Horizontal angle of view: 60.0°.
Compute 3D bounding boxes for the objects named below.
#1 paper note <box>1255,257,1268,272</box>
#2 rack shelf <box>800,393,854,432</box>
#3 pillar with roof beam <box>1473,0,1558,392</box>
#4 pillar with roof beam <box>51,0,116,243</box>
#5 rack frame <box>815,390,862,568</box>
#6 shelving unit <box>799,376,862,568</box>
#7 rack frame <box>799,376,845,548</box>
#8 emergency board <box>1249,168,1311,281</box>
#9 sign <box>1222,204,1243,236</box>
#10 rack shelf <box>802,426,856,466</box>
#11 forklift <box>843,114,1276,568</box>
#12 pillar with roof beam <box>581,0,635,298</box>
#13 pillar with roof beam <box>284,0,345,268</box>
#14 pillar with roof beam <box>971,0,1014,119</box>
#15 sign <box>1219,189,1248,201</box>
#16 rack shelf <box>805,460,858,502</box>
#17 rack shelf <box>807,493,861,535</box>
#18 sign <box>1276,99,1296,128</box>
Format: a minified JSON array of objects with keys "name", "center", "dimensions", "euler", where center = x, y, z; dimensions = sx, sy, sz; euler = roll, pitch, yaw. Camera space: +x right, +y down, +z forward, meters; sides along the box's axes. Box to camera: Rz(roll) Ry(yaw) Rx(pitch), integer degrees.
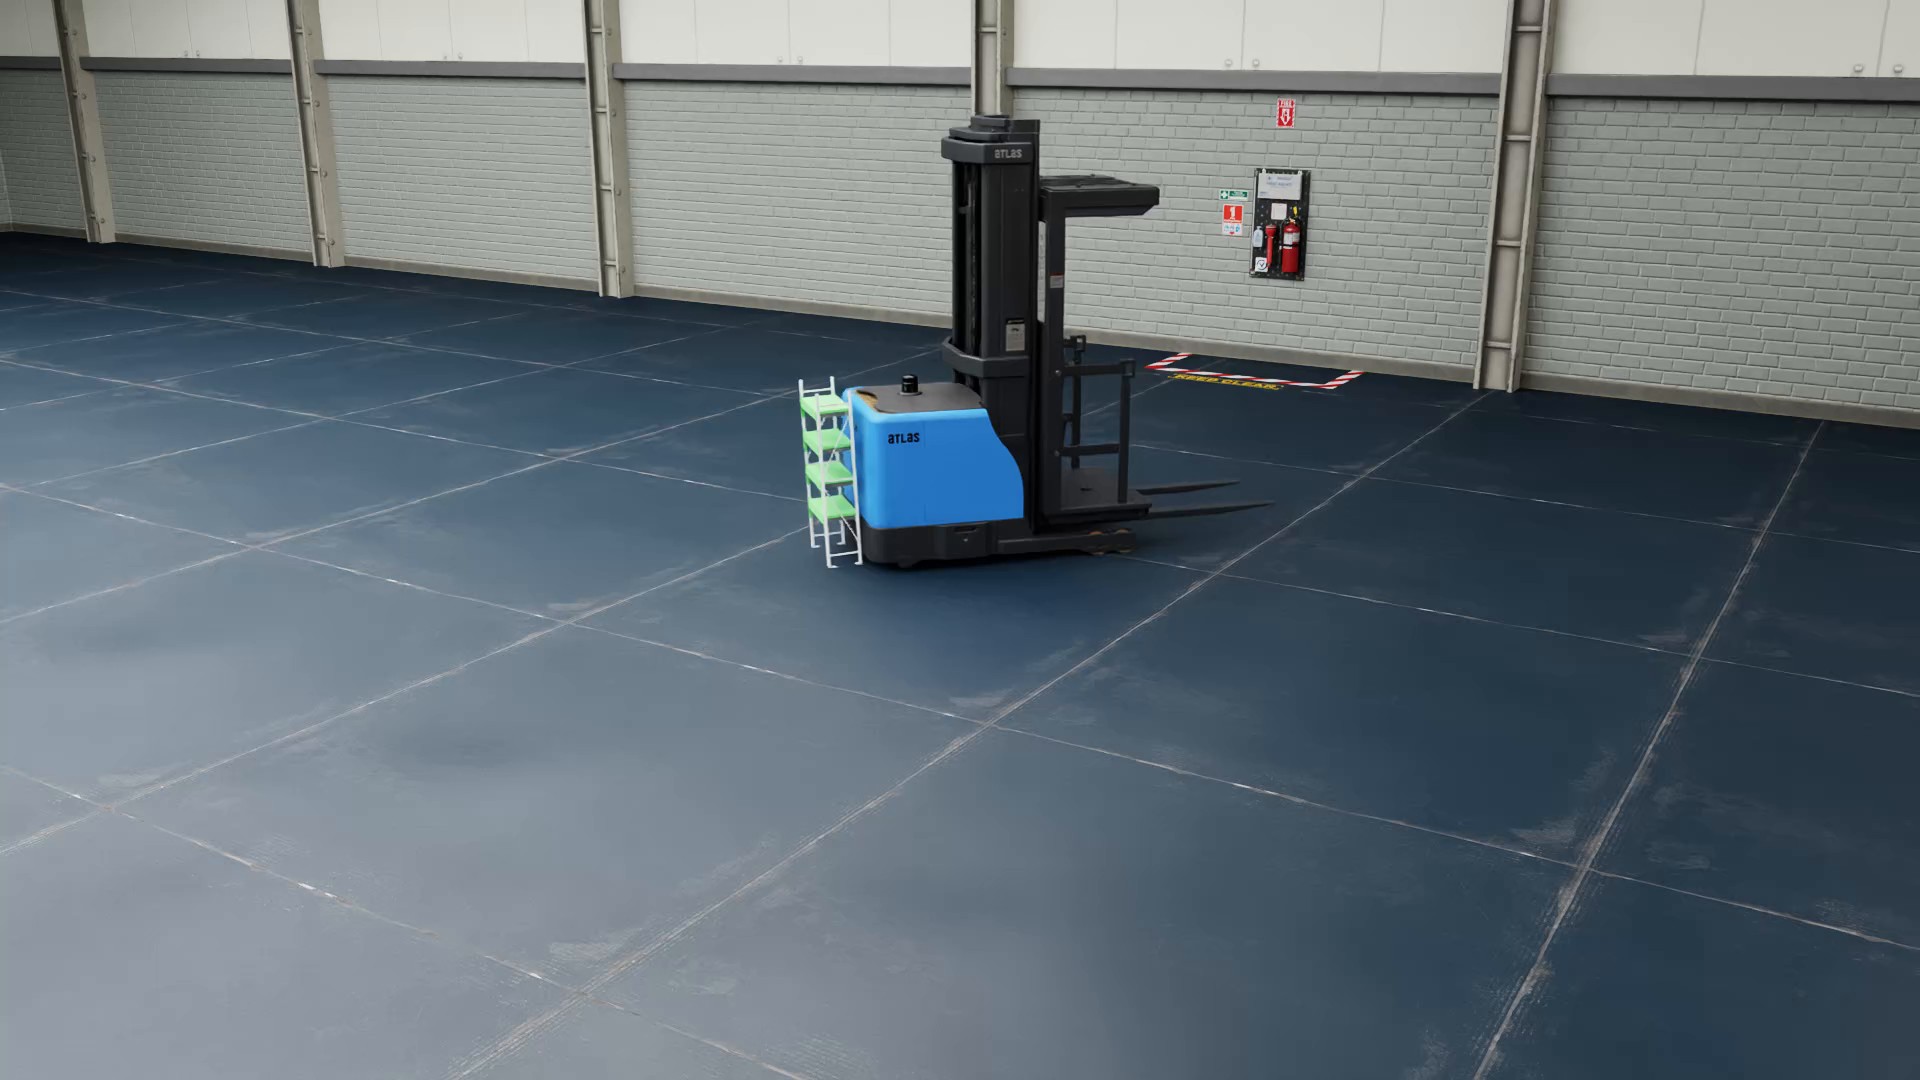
[{"name":"paper note","center":[3.285,-2.999,18.110],"dimensions":[0.142,0.148,0.016],"euler":[10,20,30]},{"name":"rack shelf","center":[-0.900,-0.862,11.204],"dimensions":[0.258,0.148,0.480],"euler":[-8,18,-16]},{"name":"pillar with roof beam","center":[3.232,-4.796,12.186],"dimensions":[0.400,9.000,9.100],"euler":[10,20,30]},{"name":"pillar with roof beam","center":[-17.219,-8.446,24.204],"dimensions":[0.400,9.000,9.100],"euler":[10,20,30]},{"name":"rack frame","center":[-0.808,-0.399,11.108],"dimensions":[0.240,1.200,0.015],"euler":[-8,18,-16]},{"name":"shelving unit","center":[-0.882,-0.466,11.331],"dimensions":[0.258,1.200,0.503],"euler":[-8,18,-16]},{"name":"rack frame","center":[-0.955,-0.534,11.553],"dimensions":[0.240,1.200,0.015],"euler":[-8,18,-16]},{"name":"emergency board","center":[3.400,-3.377,17.837],"dimensions":[0.643,1.169,0.194],"euler":[10,20,30]},{"name":"sign","center":[2.982,-3.504,18.193],"dimensions":[0.234,0.329,0.001],"euler":[10,20,30]},{"name":"rack shelf","center":[-0.889,-0.634,11.277],"dimensions":[0.258,0.148,0.480],"euler":[-8,18,-16]},{"name":"forklift","center":[0.735,-1.434,11.560],"dimensions":[3.031,2.935,1.130],"euler":[-5,17,-15]},{"name":"pillar with roof beam","center":[-6.993,-6.621,18.195],"dimensions":[0.400,9.000,9.100],"euler":[10,20,30]},{"name":"pillar with roof beam","center":[-12.106,-7.534,21.200],"dimensions":[0.400,9.000,9.100],"euler":[10,20,30]},{"name":"pillar with roof beam","center":[-1.880,-5.708,15.191],"dimensions":[0.400,9.000,9.100],"euler":[10,20,30]},{"name":"sign","center":[2.982,-3.754,18.106],"dimensions":[0.331,0.109,0.001],"euler":[10,20,30]},{"name":"rack shelf","center":[-0.879,-0.405,11.350],"dimensions":[0.258,0.148,0.480],"euler":[-8,18,-16]},{"name":"rack shelf","center":[-0.868,-0.177,11.423],"dimensions":[0.258,0.148,0.480],"euler":[-8,18,-16]},{"name":"sign","center":[3.445,-4.512,17.585],"dimensions":[0.199,0.298,0.001],"euler":[10,20,30]}]
